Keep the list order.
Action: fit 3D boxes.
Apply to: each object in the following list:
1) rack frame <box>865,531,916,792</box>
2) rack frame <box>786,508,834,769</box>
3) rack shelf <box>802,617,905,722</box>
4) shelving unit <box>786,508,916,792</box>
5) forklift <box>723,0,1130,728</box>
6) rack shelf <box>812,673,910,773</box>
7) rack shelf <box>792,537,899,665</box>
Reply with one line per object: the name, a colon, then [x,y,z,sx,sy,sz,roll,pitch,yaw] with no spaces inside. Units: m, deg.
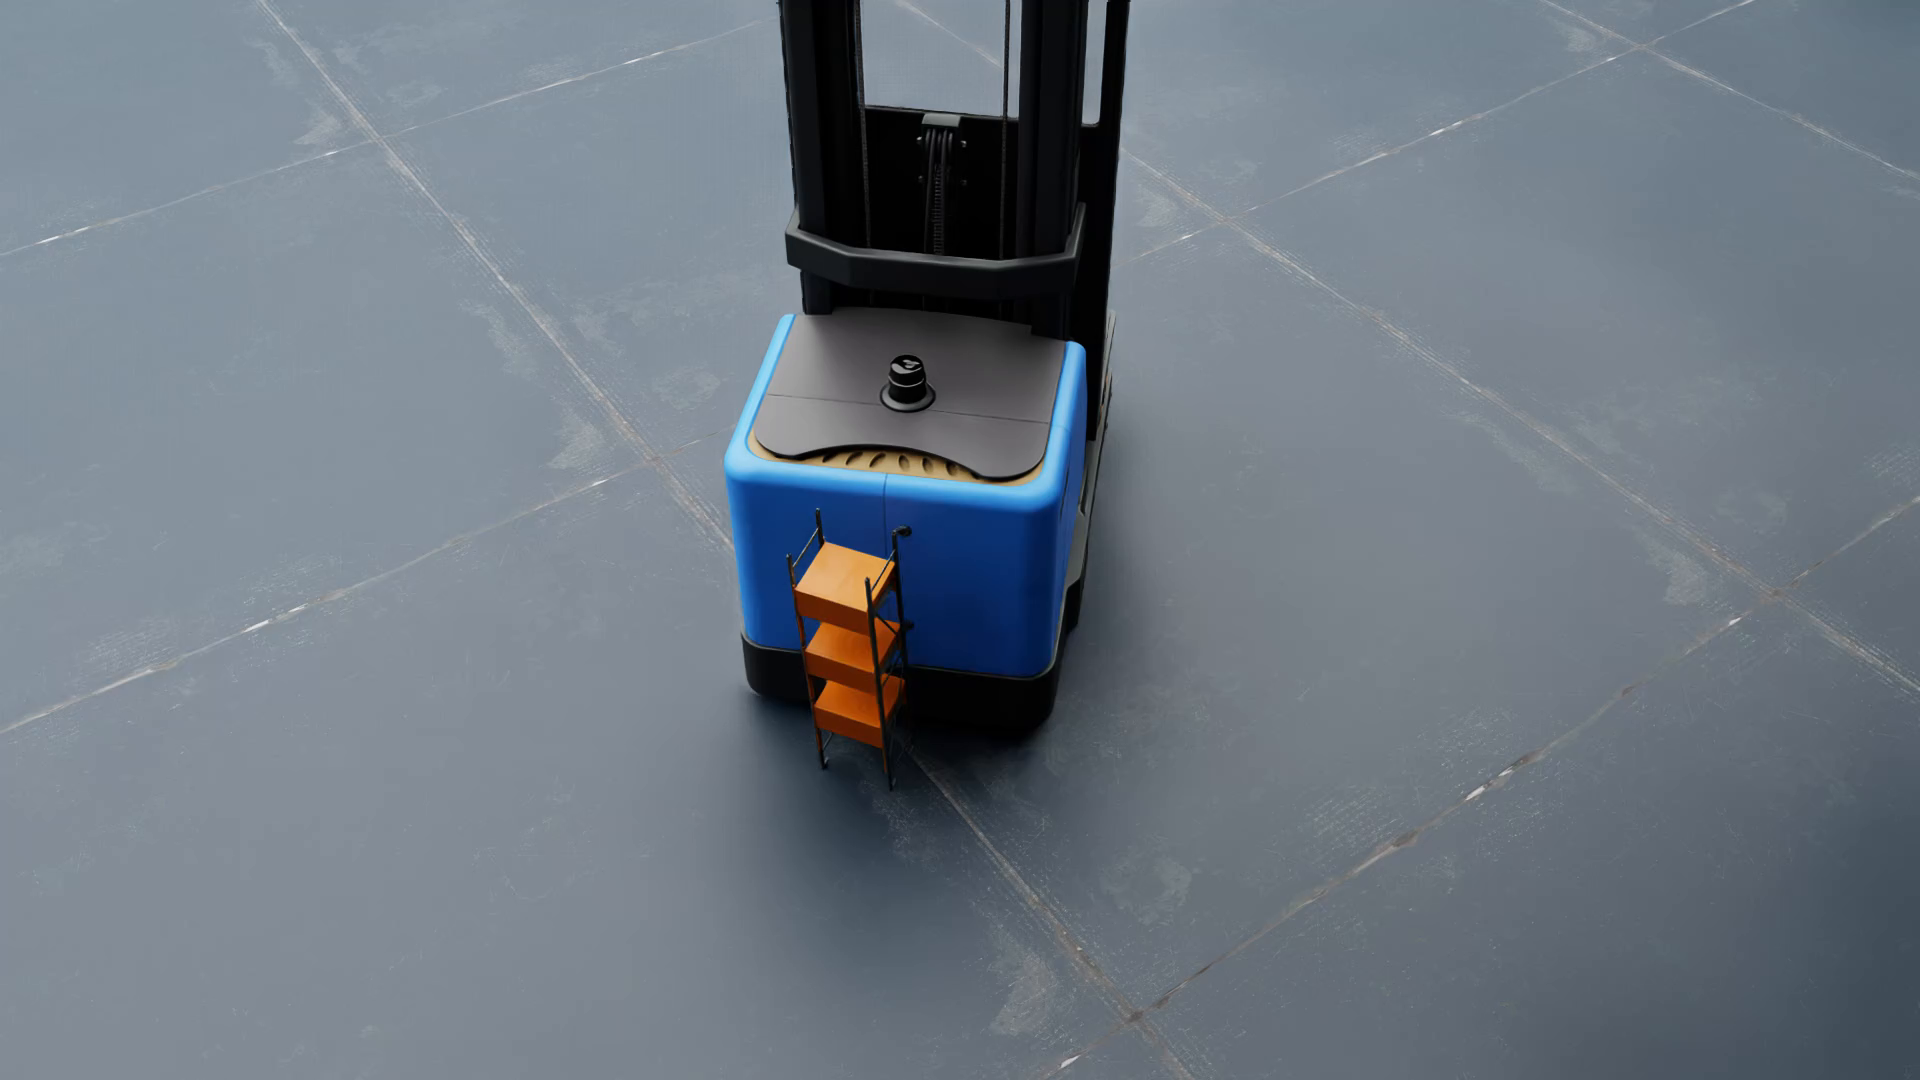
rack frame: [-0.206,0.395,5.064,0.008,1.050,0.200,16,51,16]
rack frame: [-0.431,0.330,5.133,0.008,1.050,0.200,16,51,16]
rack shelf: [-0.318,0.370,5.106,0.240,0.259,0.215,16,51,16]
shelving unit: [-0.319,0.363,5.098,0.252,1.050,0.215,16,51,16]
forklift: [0.019,-1.465,5.662,1.130,2.935,3.031,6,44,7]
rack shelf: [-0.309,0.556,5.312,0.240,0.259,0.215,16,51,16]
rack shelf: [-0.327,0.179,4.896,0.240,0.259,0.215,16,51,16]
